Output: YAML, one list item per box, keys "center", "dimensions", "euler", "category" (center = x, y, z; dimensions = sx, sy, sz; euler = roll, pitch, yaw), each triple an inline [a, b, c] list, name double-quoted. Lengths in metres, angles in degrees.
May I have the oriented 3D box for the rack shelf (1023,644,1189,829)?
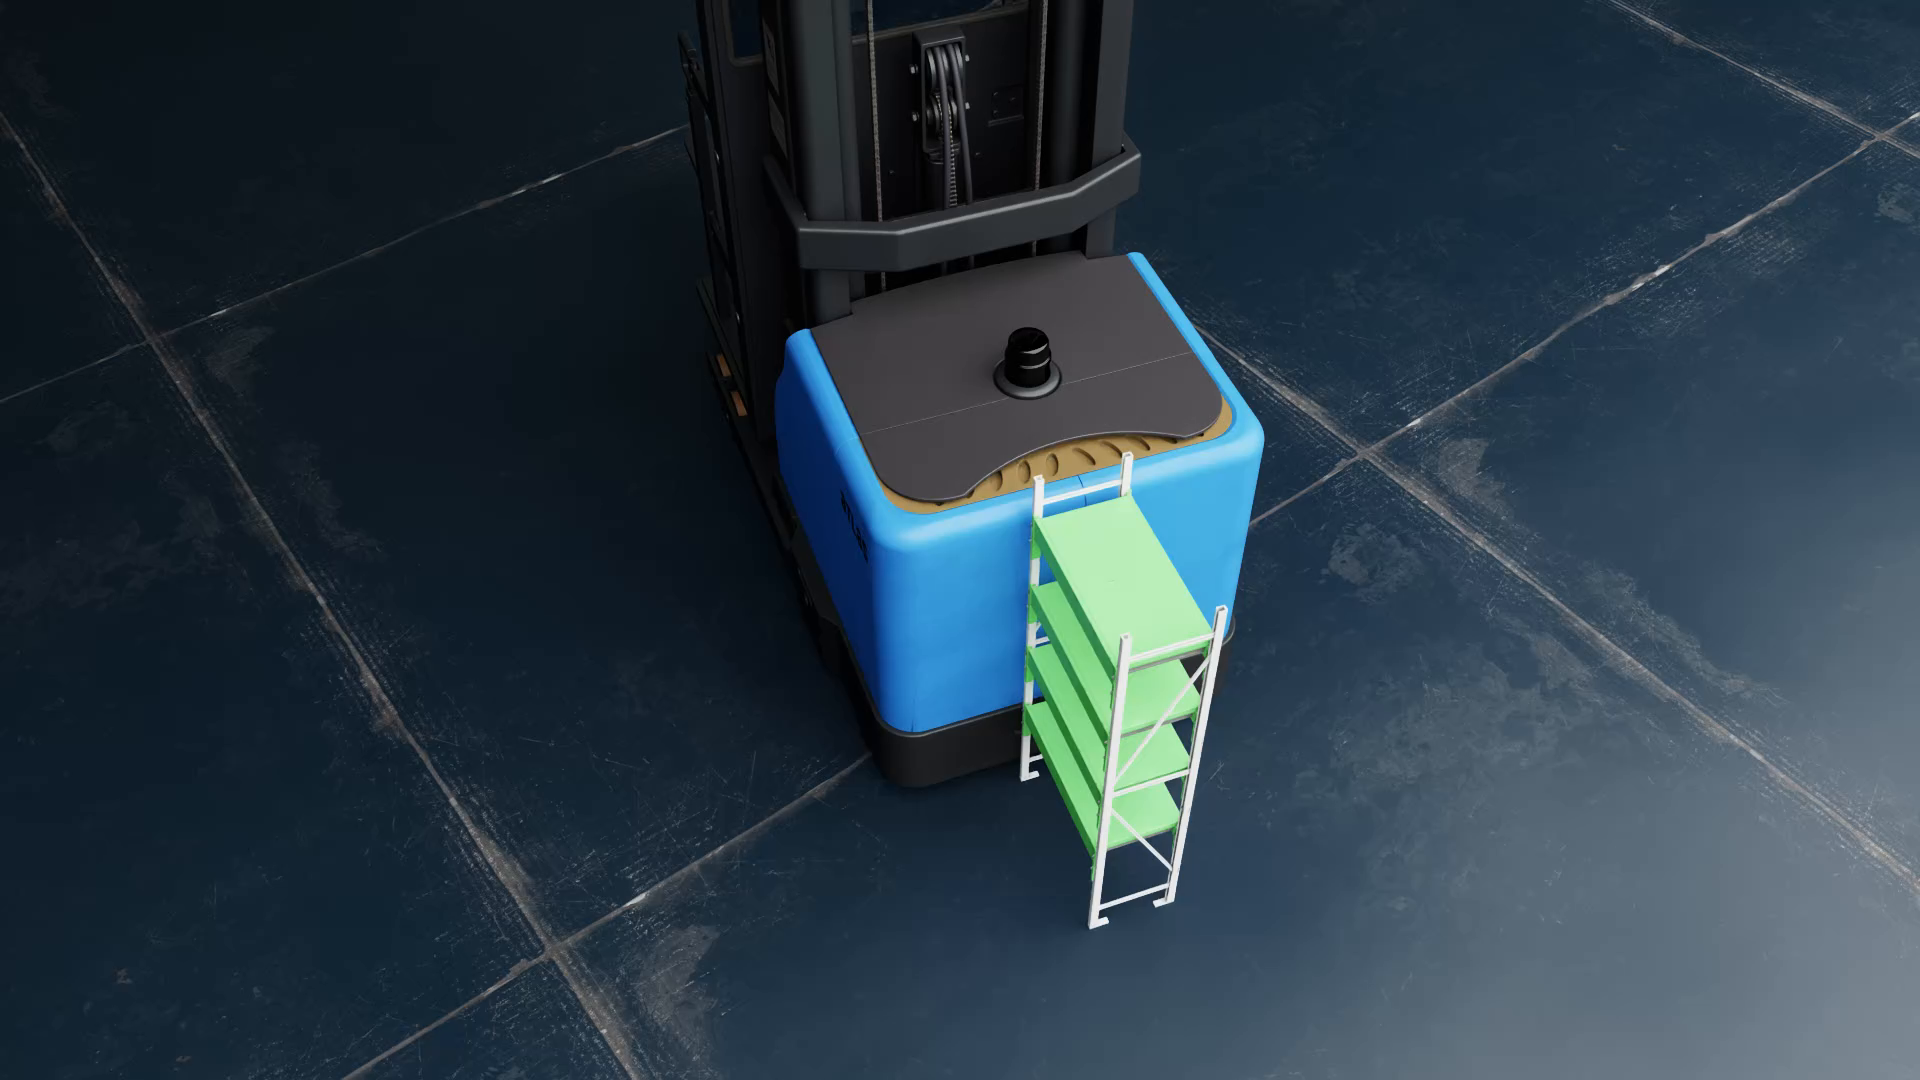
- center: [0.365, 0.448, 4.120]
  dimensions: [0.258, 0.148, 0.480]
  euler: [-15, 50, -13]
  category: "rack shelf"

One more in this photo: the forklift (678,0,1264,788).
- center: [-0.216, -1.423, 4.562]
  dimensions: [1.130, 2.935, 3.031]
  euler: [-15, 50, -13]
  category: "forklift"

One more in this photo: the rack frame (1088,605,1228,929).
- center: [0.448, 0.575, 3.919]
  dimensions: [0.240, 1.200, 0.015]
  euler: [-15, 50, -13]
  category: "rack frame"

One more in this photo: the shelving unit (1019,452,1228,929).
- center: [0.365, 0.405, 4.073]
  dimensions: [0.258, 1.200, 0.503]
  euler: [-15, 50, -13]
  category: "shelving unit"

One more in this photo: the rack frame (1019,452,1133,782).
- center: [0.281, 0.235, 4.227]
  dimensions: [0.240, 1.200, 0.015]
  euler: [-15, 50, -13]
  category: "rack frame"

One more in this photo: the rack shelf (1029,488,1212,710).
- center: [0.365, 0.126, 3.764]
  dimensions: [0.258, 0.148, 0.480]
  euler: [-15, 50, -13]
  category: "rack shelf"

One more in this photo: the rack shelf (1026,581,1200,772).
- center: [0.365, 0.287, 3.942]
  dimensions: [0.258, 0.148, 0.480]
  euler: [-15, 50, -13]
  category: "rack shelf"

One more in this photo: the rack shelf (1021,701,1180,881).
- center: [0.365, 0.609, 4.298]
  dimensions: [0.258, 0.148, 0.480]
  euler: [-15, 50, -13]
  category: "rack shelf"
